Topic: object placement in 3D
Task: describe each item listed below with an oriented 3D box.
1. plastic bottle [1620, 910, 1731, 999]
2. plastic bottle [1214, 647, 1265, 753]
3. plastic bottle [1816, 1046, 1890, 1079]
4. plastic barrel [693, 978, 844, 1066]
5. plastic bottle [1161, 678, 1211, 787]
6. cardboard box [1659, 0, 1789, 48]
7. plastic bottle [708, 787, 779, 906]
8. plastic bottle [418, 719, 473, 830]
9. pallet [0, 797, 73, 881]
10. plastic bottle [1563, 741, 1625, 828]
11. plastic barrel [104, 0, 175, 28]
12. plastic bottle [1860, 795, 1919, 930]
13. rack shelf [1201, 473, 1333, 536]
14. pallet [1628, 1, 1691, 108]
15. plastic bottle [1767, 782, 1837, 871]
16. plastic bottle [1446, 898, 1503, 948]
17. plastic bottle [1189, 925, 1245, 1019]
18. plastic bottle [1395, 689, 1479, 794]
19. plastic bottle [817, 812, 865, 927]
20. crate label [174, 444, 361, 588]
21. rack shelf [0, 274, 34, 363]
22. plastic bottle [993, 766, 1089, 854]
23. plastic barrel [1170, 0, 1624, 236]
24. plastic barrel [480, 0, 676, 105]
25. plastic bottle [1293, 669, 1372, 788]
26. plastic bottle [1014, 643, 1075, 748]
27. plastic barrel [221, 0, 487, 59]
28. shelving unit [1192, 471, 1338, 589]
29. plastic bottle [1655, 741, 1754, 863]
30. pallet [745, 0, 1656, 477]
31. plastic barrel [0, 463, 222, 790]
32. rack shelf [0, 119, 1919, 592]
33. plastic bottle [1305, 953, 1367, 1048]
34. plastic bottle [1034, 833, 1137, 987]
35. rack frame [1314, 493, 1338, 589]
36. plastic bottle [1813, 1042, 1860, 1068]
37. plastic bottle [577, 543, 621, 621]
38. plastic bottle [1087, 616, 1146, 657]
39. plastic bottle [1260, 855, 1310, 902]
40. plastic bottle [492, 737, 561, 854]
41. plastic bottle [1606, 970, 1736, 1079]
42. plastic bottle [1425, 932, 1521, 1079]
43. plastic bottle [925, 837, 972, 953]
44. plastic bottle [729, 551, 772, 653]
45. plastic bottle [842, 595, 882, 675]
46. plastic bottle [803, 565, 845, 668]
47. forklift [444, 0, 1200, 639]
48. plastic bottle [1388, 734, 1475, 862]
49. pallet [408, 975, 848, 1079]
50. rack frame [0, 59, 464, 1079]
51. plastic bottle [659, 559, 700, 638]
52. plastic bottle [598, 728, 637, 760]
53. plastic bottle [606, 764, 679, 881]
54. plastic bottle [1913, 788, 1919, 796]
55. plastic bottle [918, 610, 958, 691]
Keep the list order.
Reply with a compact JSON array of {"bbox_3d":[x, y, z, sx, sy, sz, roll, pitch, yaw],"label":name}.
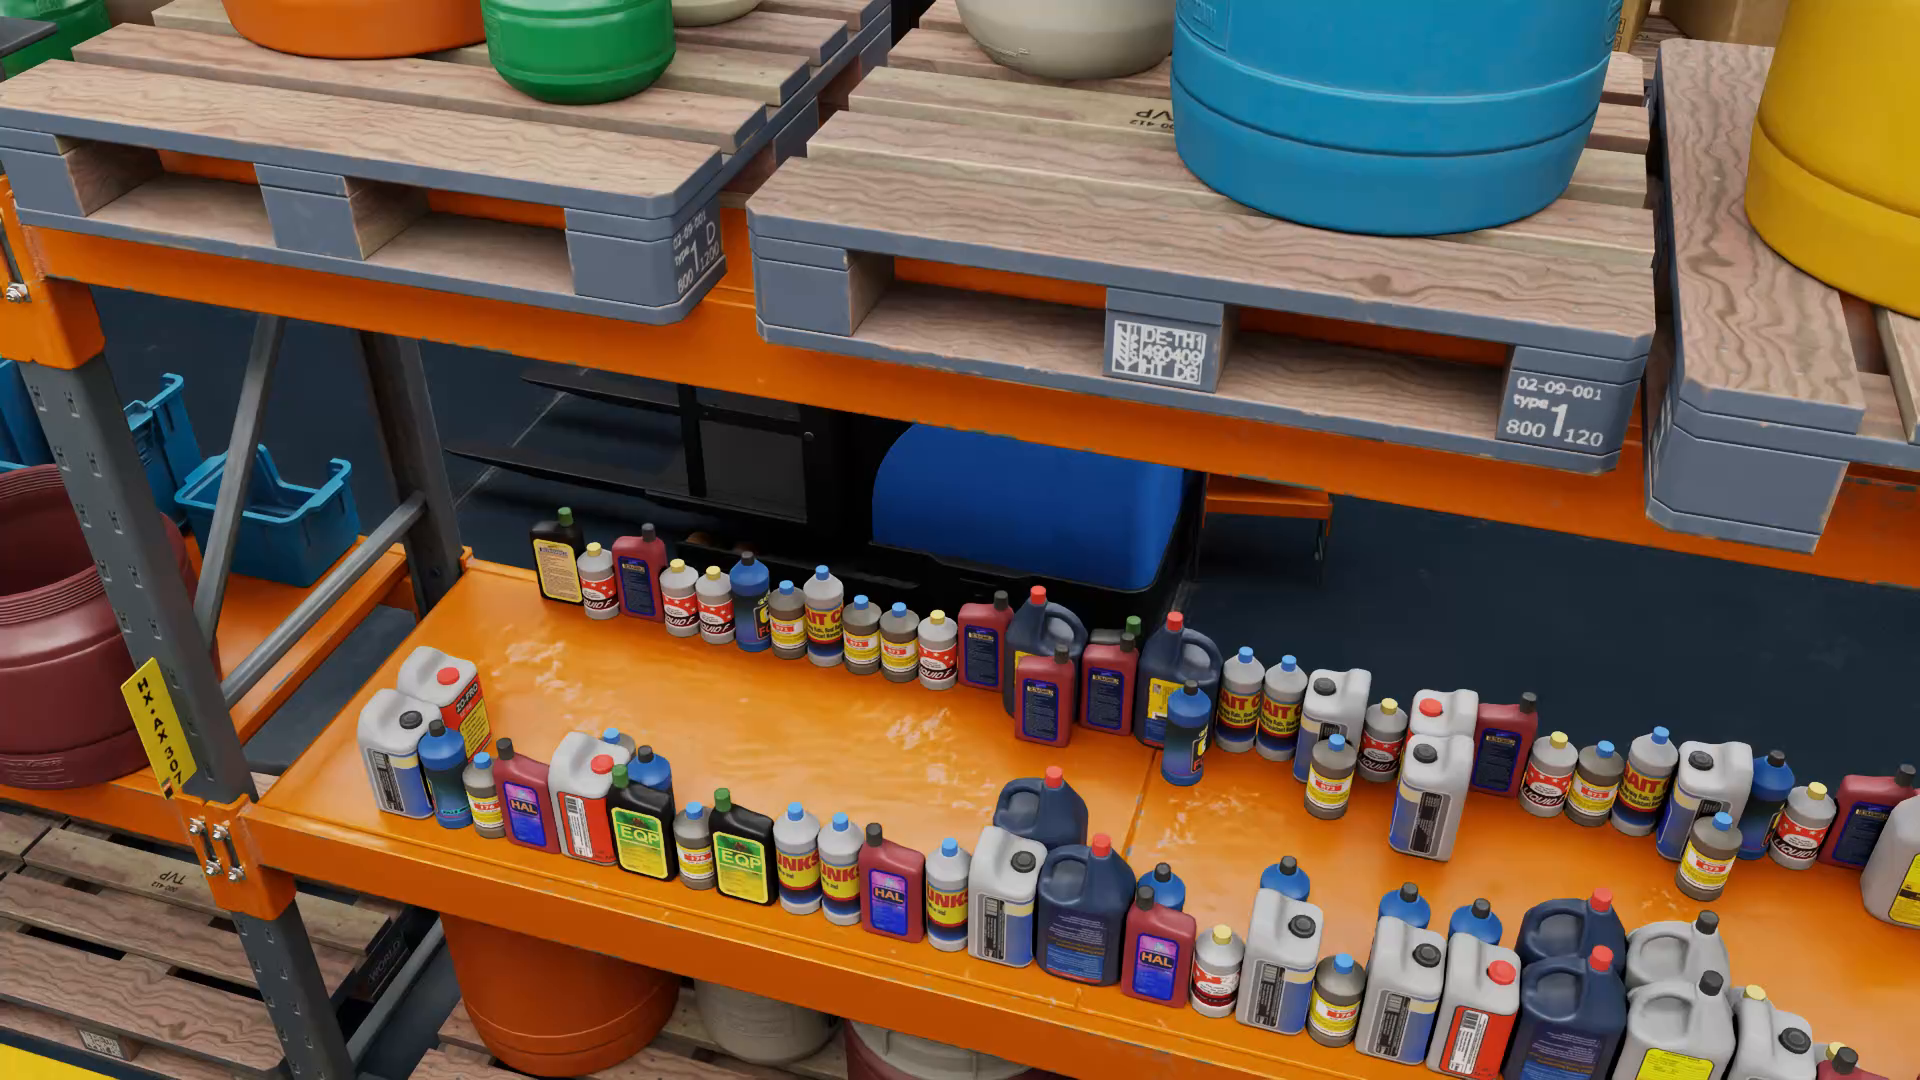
[{"bbox_3d":[1.344,0.825,3.141,0.185,0.351,0.144,10,38,14],"label":"plastic bottle"},{"bbox_3d":[0.647,0.360,3.839,0.097,0.271,0.097,0,36,0],"label":"plastic bottle"},{"bbox_3d":[1.569,1.009,2.947,0.133,0.283,0.061,10,38,14],"label":"plastic bottle"},{"bbox_3d":[-0.505,1.116,4.448,0.421,0.512,0.421,0,36,0],"label":"plastic barrel"},{"bbox_3d":[0.511,0.425,3.751,0.097,0.271,0.097,0,36,0],"label":"plastic bottle"},{"bbox_3d":[3.371,-2.358,6.985,0.500,0.500,0.700,-1,36,-2],"label":"cardboard box"},{"bbox_3d":[-0.449,0.635,3.455,0.133,0.283,0.061,10,38,14],"label":"plastic bottle"},{"bbox_3d":[-1.123,0.504,3.643,0.097,0.271,0.097,0,36,0],"label":"plastic bottle"},{"bbox_3d":[-3.431,0.904,5.344,1.213,0.211,1.003,10,38,14],"label":"pallet"},{"bbox_3d":[1.403,0.528,3.669,0.097,0.201,0.097,0,36,0],"label":"plastic bottle"},{"bbox_3d":[-1.747,-1.325,3.394,0.421,0.512,0.421,0,36,0],"label":"plastic barrel"},{"bbox_3d":[1.998,0.631,3.404,0.185,0.351,0.144,10,38,14],"label":"plastic bottle"},{"bbox_3d":[1.175,-0.162,6.406,0.480,0.148,0.258,3,36,5],"label":"rack shelf"},{"bbox_3d":[3.026,-2.064,7.186,1.213,0.211,1.003,10,38,14],"label":"pallet"},{"bbox_3d":[1.810,0.604,3.567,0.097,0.201,0.097,0,36,0],"label":"plastic bottle"},{"bbox_3d":[0.993,0.801,3.240,0.097,0.271,0.097,0,36,0],"label":"plastic bottle"},{"bbox_3d":[0.504,0.833,3.255,0.097,0.201,0.097,0,36,0],"label":"plastic bottle"},{"bbox_3d":[1.064,0.453,3.709,0.135,0.276,0.152,10,38,14],"label":"plastic bottle"},{"bbox_3d":[-0.241,0.667,3.422,0.097,0.271,0.097,0,36,0],"label":"plastic bottle"},{"bbox_3d":[-1.833,-0.062,4.446,0.416,0.233,0.303,10,38,14],"label":"crate label"},{"bbox_3d":[-3.451,-1.115,3.811,4.000,0.370,1.077,10,38,14],"label":"rack shelf"},{"bbox_3d":[0.166,0.602,3.444,0.185,0.351,0.144,10,38,14],"label":"plastic bottle"},{"bbox_3d":[0.601,-0.931,2.176,0.708,0.901,0.600,10,38,14],"label":"plastic barrel"},{"bbox_3d":[-0.599,-0.841,2.608,0.294,0.245,0.294,0,36,0],"label":"plastic barrel"},{"bbox_3d":[0.842,0.412,3.765,0.135,0.276,0.152,10,38,14],"label":"plastic bottle"},{"bbox_3d":[0.195,0.350,3.842,0.133,0.283,0.061,10,38,14],"label":"plastic bottle"},{"bbox_3d":[-1.001,-1.291,2.727,0.708,0.830,0.600,10,38,14],"label":"plastic barrel"},{"bbox_3d":[1.175,-0.376,6.249,0.503,1.200,0.258,3,36,5],"label":"shelving unit"},{"bbox_3d":[1.598,0.552,3.575,0.135,0.276,0.152,10,38,14],"label":"plastic bottle"},{"bbox_3d":[0.415,-0.550,2.596,1.213,0.211,1.003,10,38,14],"label":"pallet"},{"bbox_3d":[-2.076,0.191,3.845,0.708,0.536,0.600,10,38,14],"label":"plastic barrel"},{"bbox_3d":[0.367,-0.408,2.850,4.000,0.370,1.077,10,38,14],"label":"rack shelf"},{"bbox_3d":[0.726,0.874,3.199,0.097,0.201,0.097,0,36,0],"label":"plastic bottle"},{"bbox_3d":[0.249,0.712,3.294,0.185,0.351,0.144,10,38,14],"label":"plastic bottle"},{"bbox_3d":[1.418,-0.361,6.229,0.015,1.200,0.240,3,36,5],"label":"rack frame"},{"bbox_3d":[1.575,0.994,3.037,0.097,0.201,0.097,0,36,0],"label":"plastic bottle"},{"bbox_3d":[-0.924,0.098,4.255,0.097,0.201,0.097,0,36,0],"label":"plastic bottle"},{"bbox_3d":[0.366,0.292,3.921,0.133,0.283,0.061,10,38,14],"label":"plastic bottle"},{"bbox_3d":[0.643,0.736,3.328,0.097,0.271,0.097,0,36,0],"label":"plastic bottle"},{"bbox_3d":[-0.925,0.547,3.575,0.133,0.283,0.061,10,38,14],"label":"plastic bottle"},{"bbox_3d":[1.301,0.906,3.030,0.185,0.351,0.144,10,38,14],"label":"plastic bottle"},{"bbox_3d":[0.973,0.873,3.138,0.135,0.276,0.152,10,38,14],"label":"plastic bottle"},{"bbox_3d":[-0.021,0.708,3.366,0.097,0.271,0.097,0,36,0],"label":"plastic bottle"},{"bbox_3d":[-0.518,0.145,4.132,0.097,0.271,0.097,0,36,0],"label":"plastic bottle"},{"bbox_3d":[-0.239,0.224,4.082,0.097,0.201,0.097,0,36,0],"label":"plastic bottle"},{"bbox_3d":[-0.332,0.179,4.085,0.097,0.271,0.097,0,36,0],"label":"plastic bottle"},{"bbox_3d":[-0.600,-1.295,6.037,3.031,2.935,1.130,11,38,14],"label":"forklift"},{"bbox_3d":[1.018,0.539,3.592,0.135,0.276,0.152,10,38,14],"label":"plastic bottle"},{"bbox_3d":[-0.777,1.395,4.676,1.213,0.211,1.003,10,38,14],"label":"pallet"},{"bbox_3d":[-1.542,0.157,4.007,0.127,3.000,1.000,10,38,14],"label":"rack frame"},{"bbox_3d":[-0.704,0.138,4.199,0.097,0.201,0.097,0,36,0],"label":"plastic bottle"},{"bbox_3d":[-0.765,0.504,3.702,0.097,0.201,0.097,0,36,0],"label":"plastic bottle"},{"bbox_3d":[-0.670,0.594,3.510,0.133,0.283,0.061,10,38,14],"label":"plastic bottle"},{"bbox_3d":[2.053,0.604,3.497,0.133,0.283,0.061,10,38,14],"label":"plastic bottle"},{"bbox_3d":[-0.054,0.259,4.036,0.097,0.201,0.097,0,36,0],"label":"plastic bottle"}]
